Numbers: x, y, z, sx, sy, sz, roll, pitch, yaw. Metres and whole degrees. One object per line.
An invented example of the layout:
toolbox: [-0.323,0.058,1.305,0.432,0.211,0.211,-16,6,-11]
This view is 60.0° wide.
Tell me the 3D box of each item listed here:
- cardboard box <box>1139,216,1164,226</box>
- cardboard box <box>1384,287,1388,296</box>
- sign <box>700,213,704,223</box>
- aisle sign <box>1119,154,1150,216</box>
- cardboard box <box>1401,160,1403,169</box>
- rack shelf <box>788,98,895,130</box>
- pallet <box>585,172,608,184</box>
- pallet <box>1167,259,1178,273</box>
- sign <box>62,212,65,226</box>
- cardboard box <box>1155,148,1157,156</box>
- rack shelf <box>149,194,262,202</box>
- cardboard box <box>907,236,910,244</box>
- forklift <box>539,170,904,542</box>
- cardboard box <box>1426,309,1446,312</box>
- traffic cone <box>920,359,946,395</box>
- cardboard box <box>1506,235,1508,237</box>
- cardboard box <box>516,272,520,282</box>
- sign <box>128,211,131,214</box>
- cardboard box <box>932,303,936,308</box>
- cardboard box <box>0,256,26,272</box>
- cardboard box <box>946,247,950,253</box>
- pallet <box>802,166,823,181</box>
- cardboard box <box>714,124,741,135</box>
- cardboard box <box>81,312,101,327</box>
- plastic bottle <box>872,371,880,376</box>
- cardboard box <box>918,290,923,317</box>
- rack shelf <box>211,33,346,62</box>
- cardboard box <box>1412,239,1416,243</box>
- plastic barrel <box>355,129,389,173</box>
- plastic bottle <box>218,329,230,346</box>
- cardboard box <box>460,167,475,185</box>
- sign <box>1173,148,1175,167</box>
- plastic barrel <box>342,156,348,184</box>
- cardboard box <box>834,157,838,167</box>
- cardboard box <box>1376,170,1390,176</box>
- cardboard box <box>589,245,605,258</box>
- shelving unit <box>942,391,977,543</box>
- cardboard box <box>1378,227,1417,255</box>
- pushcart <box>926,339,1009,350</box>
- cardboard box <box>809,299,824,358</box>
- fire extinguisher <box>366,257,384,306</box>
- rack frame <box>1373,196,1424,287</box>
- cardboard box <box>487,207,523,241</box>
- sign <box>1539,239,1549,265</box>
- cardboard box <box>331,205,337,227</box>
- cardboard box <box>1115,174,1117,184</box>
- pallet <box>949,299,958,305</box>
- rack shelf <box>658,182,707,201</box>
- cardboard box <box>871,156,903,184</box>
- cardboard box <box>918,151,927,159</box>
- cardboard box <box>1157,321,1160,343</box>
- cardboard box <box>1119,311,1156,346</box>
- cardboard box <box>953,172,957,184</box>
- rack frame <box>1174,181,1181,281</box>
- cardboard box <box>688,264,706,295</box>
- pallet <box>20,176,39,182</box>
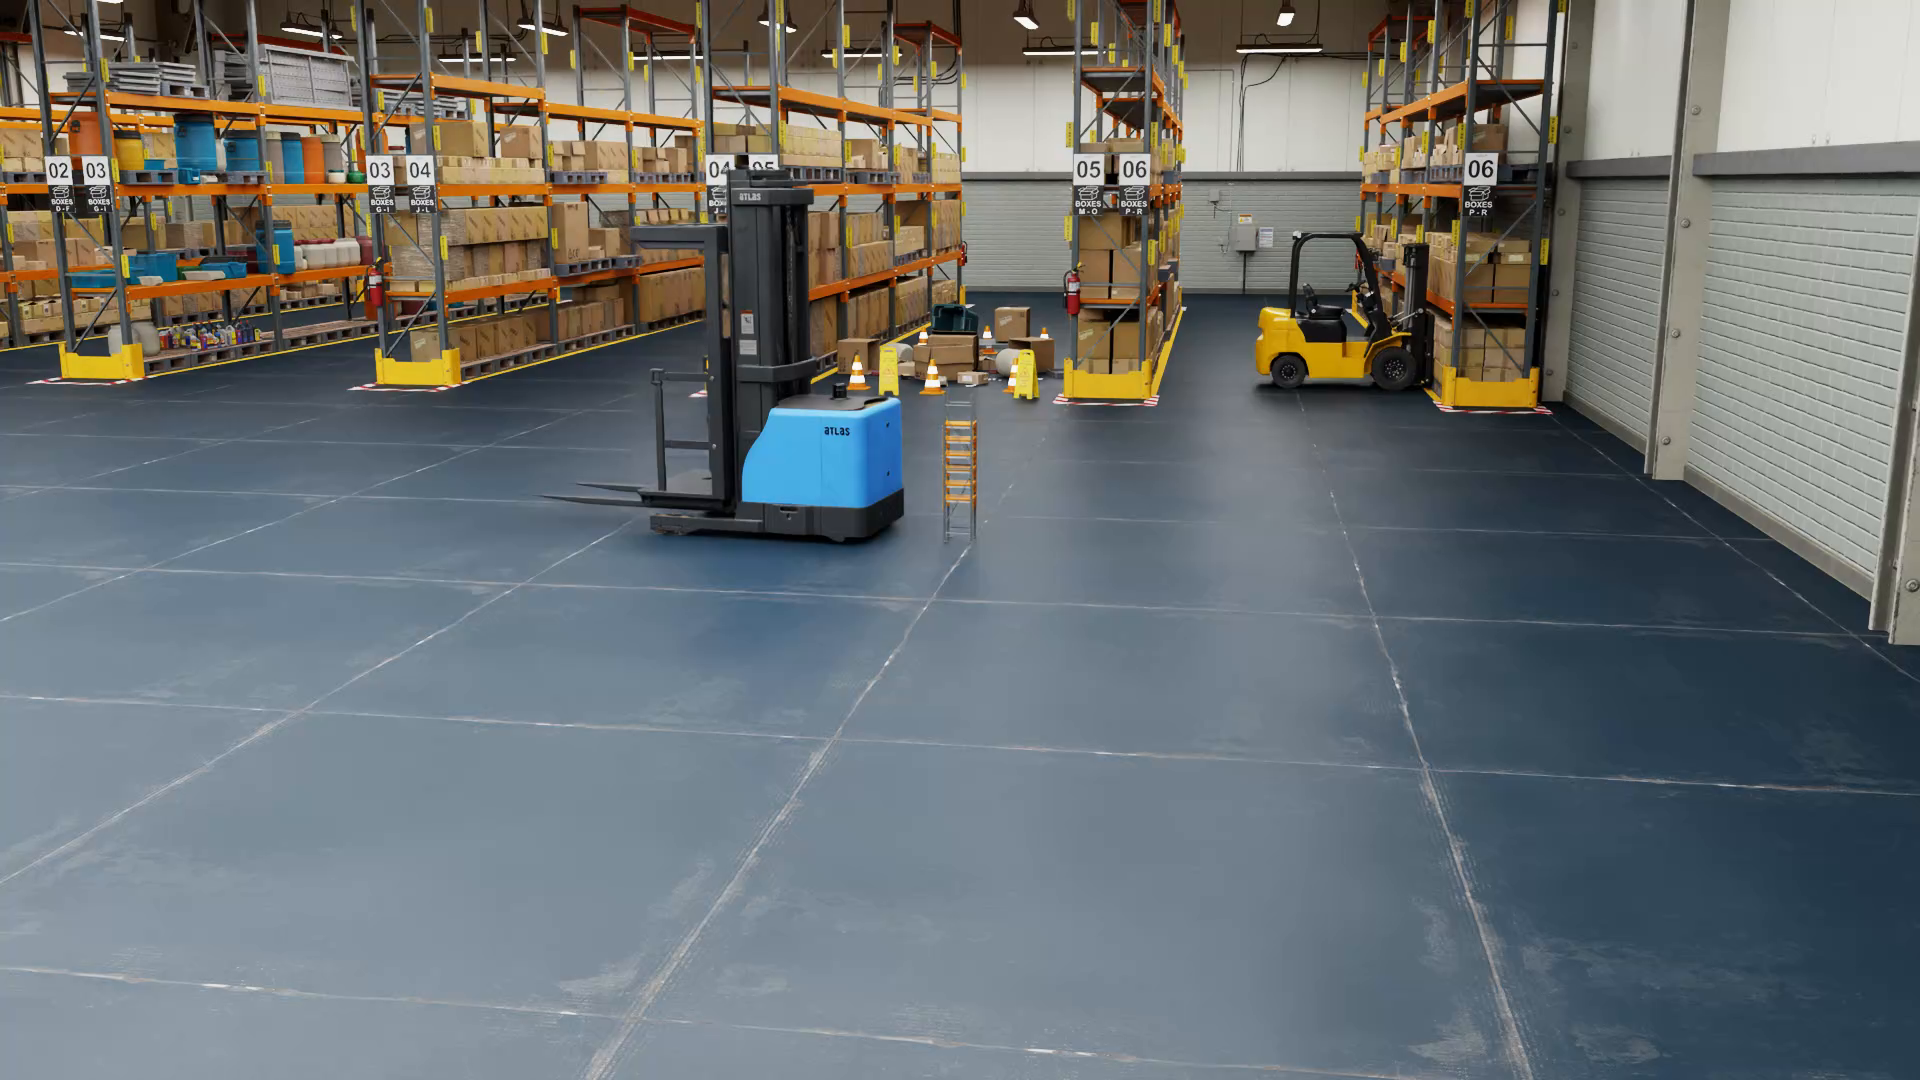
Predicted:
cardboard box: [3.020,-5.026,26.216,0.380,0.149,0.250,2,12,8]
cardboard box: [8.317,-4.740,31.767,0.380,0.149,0.250,2,12,9]
sign: [-5.426,-6.721,35.000,0.100,0.325,0.005,2,12,9]
aisle sign: [2.279,-4.638,21.725,0.394,0.787,0.004,2,12,9]
cardboard box: [7.765,-6.439,28.453,0.380,0.166,0.250,2,12,9]
rack shelf: [-2.001,-7.164,28.033,1.077,0.370,4.000,2,12,9]
pallet: [-6.838,-6.260,28.745,1.213,0.211,1.003,2,12,9]
pallet: [3.209,-4.810,29.149,1.213,0.211,1.003,2,12,9]
sign: [-20.109,-7.203,37.235,0.100,0.325,0.005,2,12,9]
cardboard box: [2.621,-5.557,23.744,0.380,0.149,0.250,2,12,9]
rack shelf: [-16.059,-7.230,34.507,1.077,0.370,4.000,2,12,9]
cardboard box: [-1.187,-5.841,32.372,0.380,0.149,0.250,2,12,11]
forklift: [-2.052,-1.572,13.829,3.031,2.935,1.130,4,13,16]
cardboard box: [7.119,-3.322,24.946,0.500,0.250,0.500,2,12,8]
traffic cone: [-0.375,-2.247,22.820,0.336,0.463,0.334,2,12,9]
cardboard box: [7.609,-4.284,23.770,0.380,0.149,0.250,2,12,8]
cardboard box: [-7.180,-4.162,26.281,0.380,0.149,0.250,2,12,9]
sign: [-20.579,-8.005,41.274,0.100,0.325,0.005,2,12,9]
cardboard box: [-0.705,-4.905,34.902,0.380,0.149,0.250,1,12,6]
cardboard box: [-16.950,-4.896,29.450,0.500,0.250,0.500,3,12,12]
cardboard box: [-0.419,-6.450,36.897,0.380,0.149,0.250,1,12,6]
pallet: [-2.635,-5.362,24.345,1.003,0.211,1.213,2,12,9]
cardboard box: [-3.207,-5.598,22.700,0.380,0.149,0.250,2,12,9]
cardboard box: [-16.439,-4.123,31.035,0.500,0.250,0.500,2,12,10]
plastic bottle: [-1.179,-2.505,24.972,0.283,0.061,0.133,-2,12,-11]
cardboard box: [-1.023,-4.742,33.314,0.500,0.500,0.500,2,12,7]
rack shelf: [-15.444,-11.153,37.705,1.077,0.370,4.000,2,12,9]
cardboard box: [7.357,-4.670,26.265,0.380,0.149,0.250,1,12,7]
plastic barrel: [-11.383,-7.537,32.210,0.600,0.830,0.708,2,12,9]
plastic bottle: [-12.011,-3.304,27.125,0.152,0.276,0.135,2,12,10]
cardboard box: [-7.407,-5.304,24.221,0.500,0.250,0.500,2,12,7]
sign: [3.749,-6.757,29.379,0.100,0.325,0.005,2,12,9]
plastic barrel: [-11.824,-7.004,31.486,0.421,0.512,0.421,0,12,0]
cardboard box: [-2.087,-5.821,25.628,0.380,0.149,0.250,2,12,10]
cardboard box: [8.560,-7.375,33.126,0.500,0.250,0.500,2,12,9]
cardboard box: [-6.569,-5.161,29.641,0.396,0.266,0.258,2,12,7]
shelving unit: [-0.002,-0.584,13.353,0.258,1.200,0.189,2,12,9]
cardboard box: [8.238,-5.618,31.207,0.700,0.500,0.500,2,12,8]
pushcart: [0.337,-3.005,26.540,1.648,0.377,0.936,-2,12,-11]
cardboard box: [-2.610,-3.213,25.327,0.875,0.875,0.875,2,12,9]
fire extinguisher: [-8.282,-3.665,23.562,0.296,0.674,0.183,2,12,9]
rack frame: [8.733,-5.728,32.954,1.000,3.000,0.127,2,12,9]
cardboard box: [-7.145,-4.916,25.870,0.500,0.500,0.500,2,12,9]
sign: [7.435,-3.673,21.174,0.100,0.325,0.005,2,12,9]
cardboard box: [-15.010,-7.695,39.468,0.500,0.500,0.500,2,12,10]
cardboard box: [2.069,-5.188,23.923,0.380,0.149,0.250,2,12,9]
pallet: [-0.635,-5.313,37.648,1.003,0.211,1.213,2,12,9]
rack shelf: [-5.656,-7.740,36.878,1.077,0.370,4.000,2,12,9]
cardboard box: [-1.343,-6.821,30.664,0.500,0.500,0.500,2,12,9]
cardboard box: [-0.794,-7.913,34.193,0.380,0.149,0.250,2,12,8]
cardboard box: [2.783,-3.403,27.404,0.950,0.372,0.625,3,12,12]
cardboard box: [2.618,-3.107,24.539,0.500,0.500,0.500,3,12,12]
cardboard box: [-0.343,-8.044,36.933,0.500,0.250,0.500,2,12,9]
rack frame: [4.443,-6.721,37.560,1.000,3.000,0.127,2,12,9]
cardboard box: [-5.783,-5.511,35.991,0.875,0.875,0.875,2,12,9]
pallet: [-16.552,-6.696,30.770,1.003,0.211,1.213,2,12,11]
